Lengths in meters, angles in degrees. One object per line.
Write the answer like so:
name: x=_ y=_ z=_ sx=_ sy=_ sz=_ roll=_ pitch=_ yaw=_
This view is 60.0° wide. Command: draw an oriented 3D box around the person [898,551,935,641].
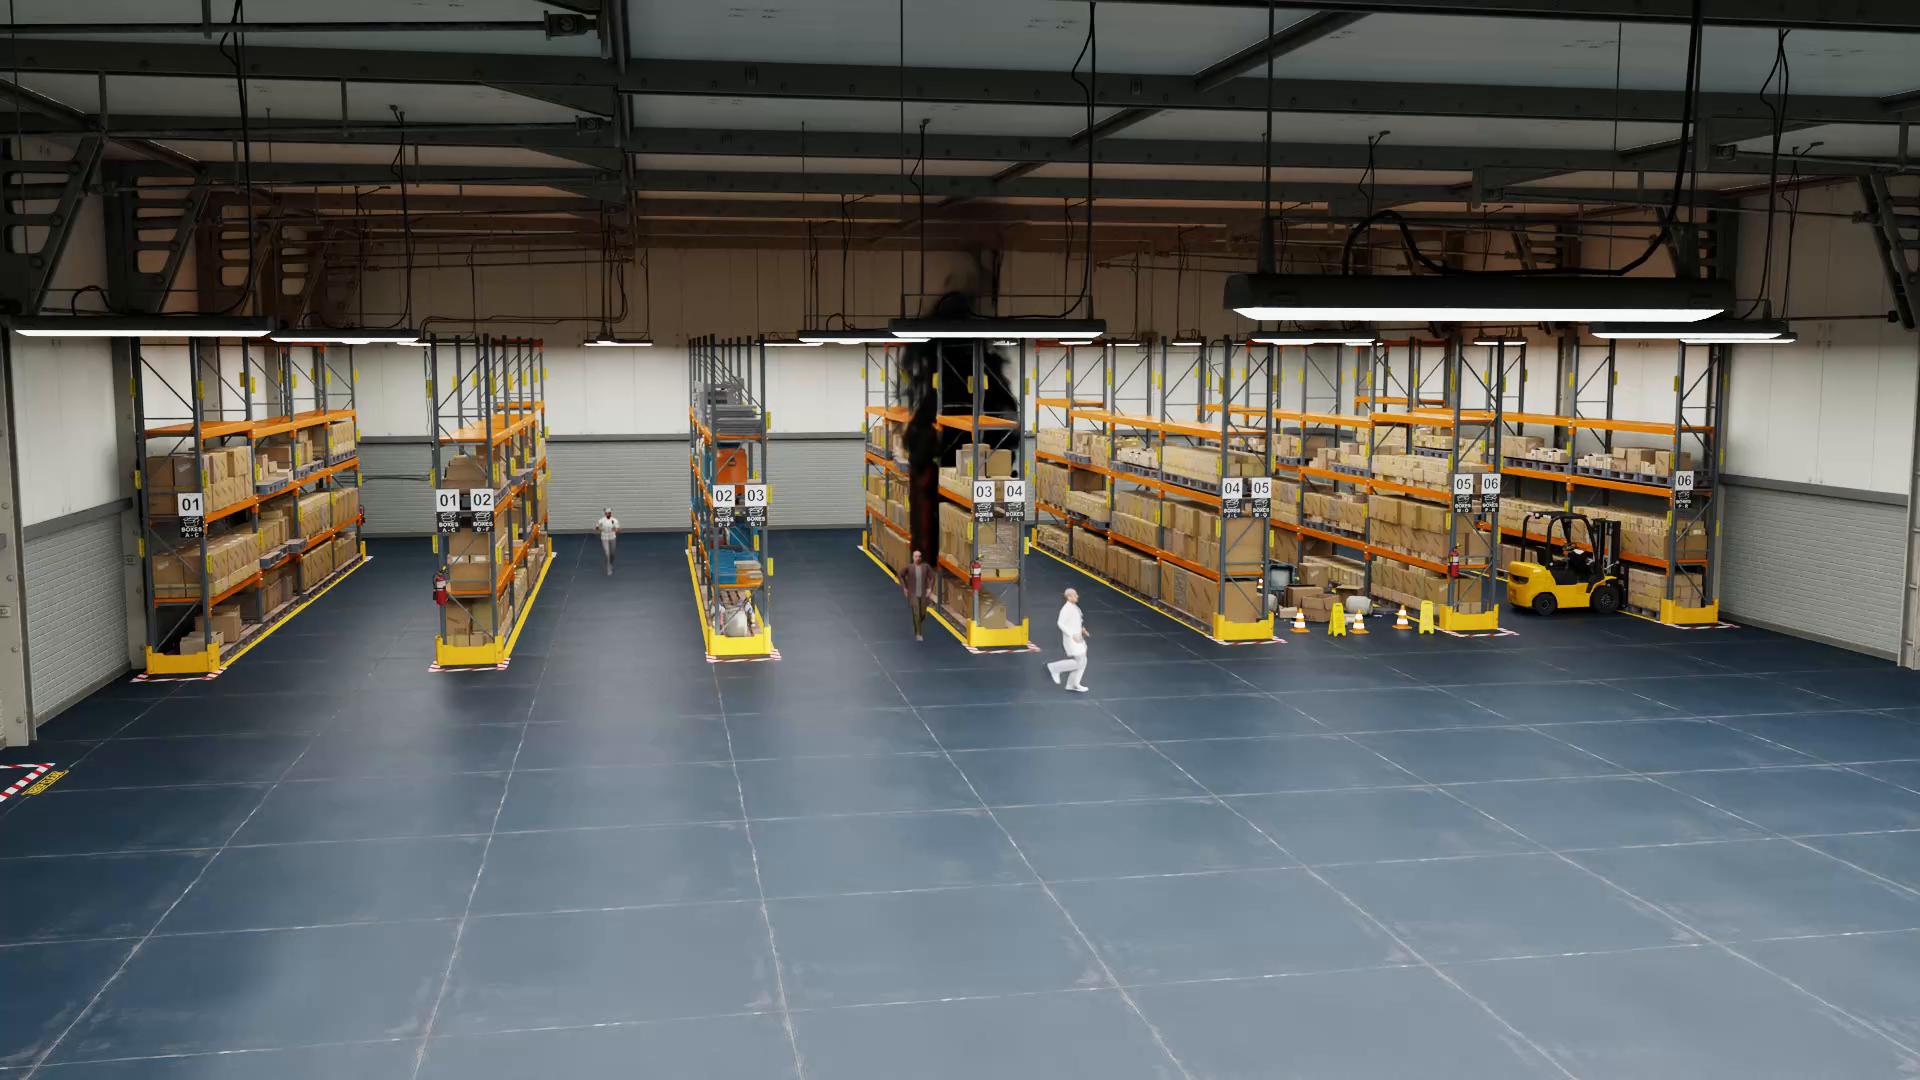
person: x=-0.855 y=1.080 z=32.888 sx=0.731 sy=1.750 sz=0.875 roll=-1 pitch=7 yaw=-11

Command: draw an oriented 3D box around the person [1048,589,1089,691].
person: x=1.831 y=1.675 z=27.932 sx=0.657 sy=1.737 sz=0.721 roll=2 pitch=7 yaw=17

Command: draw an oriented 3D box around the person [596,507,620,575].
person: x=-8.976 y=-0.003 z=42.482 sx=0.575 sy=1.684 sz=0.941 roll=-3 pitch=7 yaw=-23
